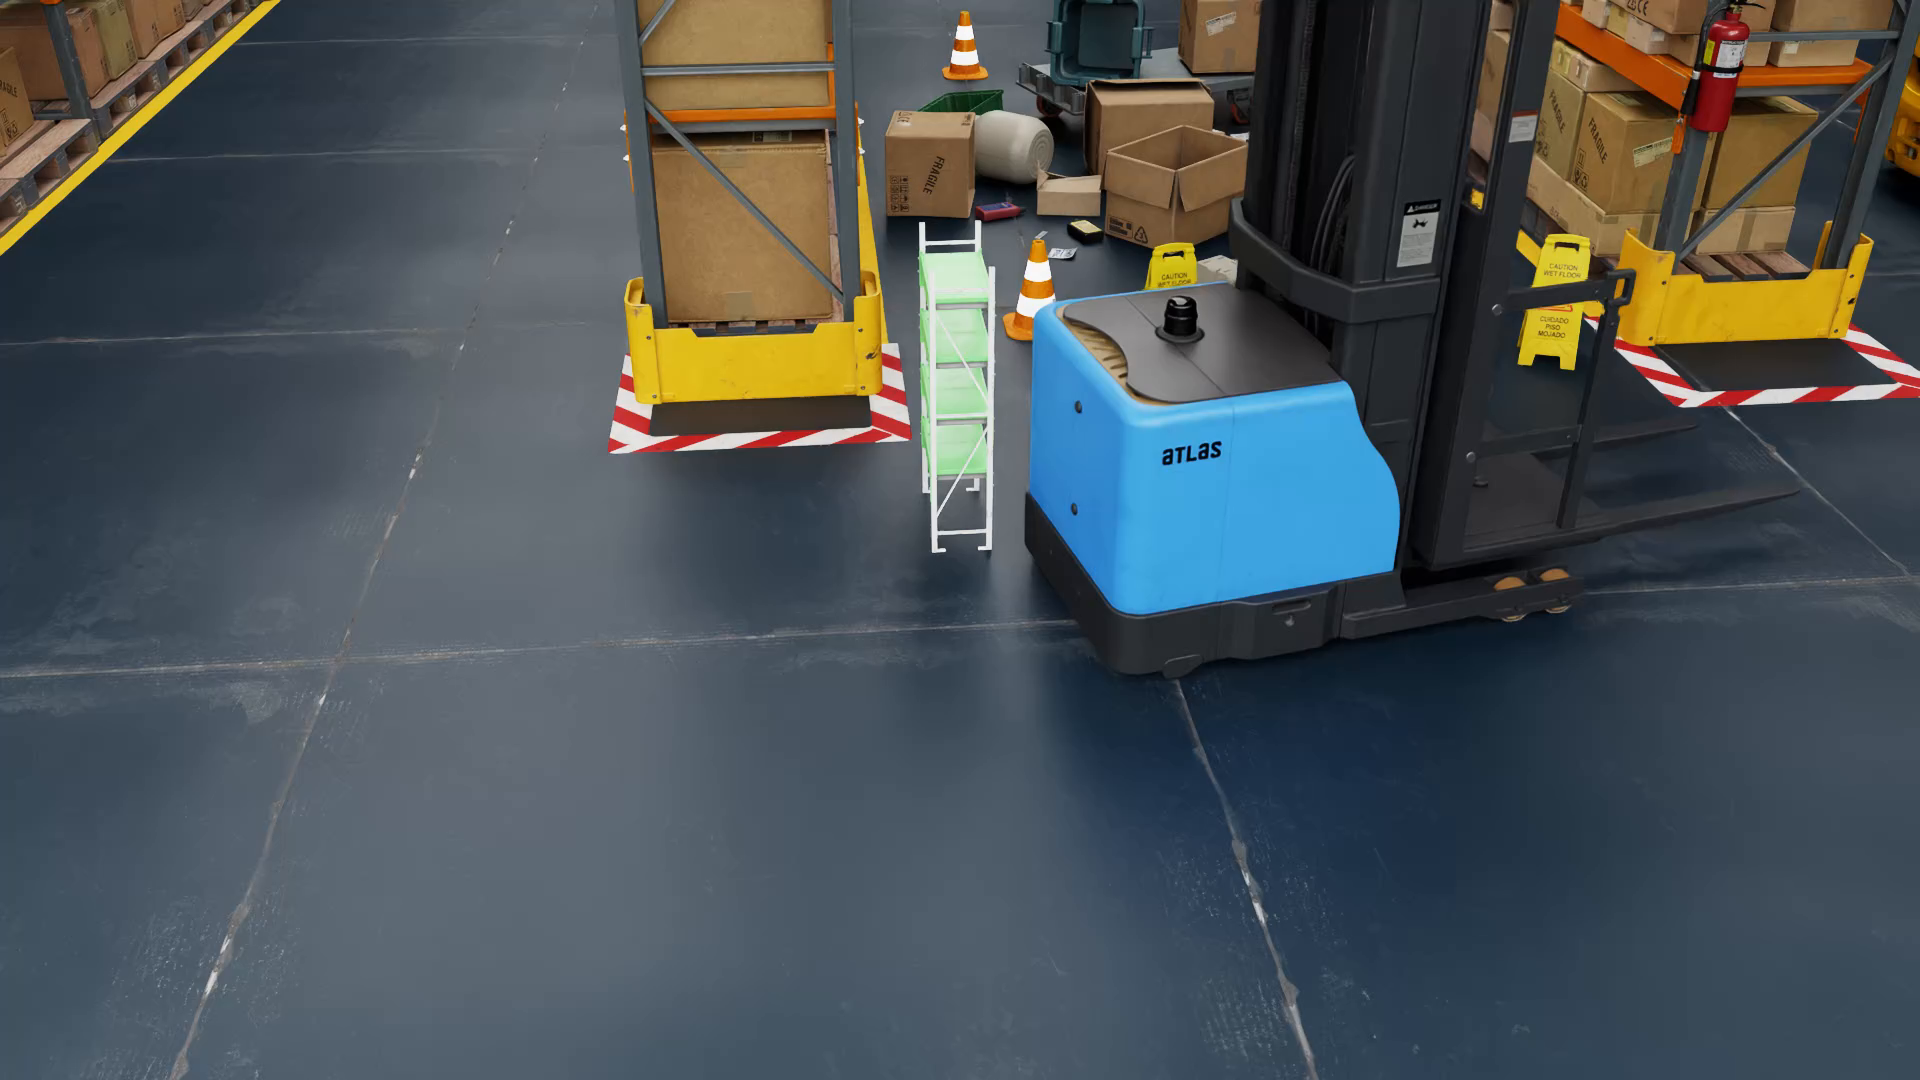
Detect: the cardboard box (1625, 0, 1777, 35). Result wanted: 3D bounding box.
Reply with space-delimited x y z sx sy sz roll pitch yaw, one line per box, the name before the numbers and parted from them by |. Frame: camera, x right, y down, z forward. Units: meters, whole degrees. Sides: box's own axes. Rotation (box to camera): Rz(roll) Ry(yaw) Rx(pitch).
cardboard box | 3.628 -2.774 8.082 0.500 0.500 0.500 -3 31 -5

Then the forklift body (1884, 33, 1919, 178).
forklift body | 6.901 -3.096 9.835 2.313 2.155 1.214 -3 31 -5

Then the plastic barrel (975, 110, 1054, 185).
plastic barrel | 0.294 -2.481 10.492 0.512 0.421 0.421 20 36 29

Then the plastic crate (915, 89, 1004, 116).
plastic crate | -0.019 -2.885 11.340 0.450 0.188 0.662 4 30 26

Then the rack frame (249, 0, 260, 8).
rack frame | -6.661 -5.949 13.785 1.000 3.000 0.127 -3 31 -5

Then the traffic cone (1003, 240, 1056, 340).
traffic cone | 0.399 -1.301 8.477 0.336 0.463 0.334 -3 31 -5

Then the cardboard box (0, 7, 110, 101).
cardboard box | -6.323 -3.337 11.421 0.700 0.500 0.500 -5 31 -8

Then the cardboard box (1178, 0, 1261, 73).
cardboard box | 1.810 -3.533 11.439 0.500 0.500 0.500 -3 31 -5

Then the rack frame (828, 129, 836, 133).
rack frame | -1.339 -4.093 10.678 1.000 3.000 0.127 -3 31 -5

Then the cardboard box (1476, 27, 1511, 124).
cardboard box | 3.474 -2.852 10.140 0.500 0.500 0.500 -1 31 -2

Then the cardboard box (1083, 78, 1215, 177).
cardboard box | 1.173 -2.579 10.444 0.797 0.637 0.503 -3 31 -5

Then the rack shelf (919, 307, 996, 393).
rack shelf | -0.015 -0.751 6.494 0.258 0.148 0.480 -3 31 -5

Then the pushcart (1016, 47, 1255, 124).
pushcart | 1.314 -3.121 11.608 1.648 0.377 0.936 -14 33 -22

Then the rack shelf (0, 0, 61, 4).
rack shelf | -6.100 -2.577 8.841 1.077 0.370 4.000 -3 31 -5

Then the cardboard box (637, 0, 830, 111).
cardboard box | -1.045 -2.303 7.534 0.875 0.550 0.550 -3 31 -5

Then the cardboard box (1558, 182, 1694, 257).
cardboard box | 3.608 -1.752 9.029 0.500 0.250 0.500 -3 31 -5

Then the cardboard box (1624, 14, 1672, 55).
cardboard box | 3.571 -2.537 8.317 0.380 0.149 0.250 -3 31 -5

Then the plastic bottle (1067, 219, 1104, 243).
plastic bottle | 0.716 -1.815 9.729 0.133 0.061 0.283 -14 33 -22

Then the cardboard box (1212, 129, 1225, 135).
cardboard box | 1.519 -2.689 10.994 0.396 0.266 0.258 27 40 37

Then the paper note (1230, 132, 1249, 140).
paper note | 1.931 -2.755 11.333 0.148 0.019 0.142 -3 31 -5

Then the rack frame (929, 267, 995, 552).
rack frame | 0.007 -0.475 6.375 0.240 1.200 0.015 -3 31 -5

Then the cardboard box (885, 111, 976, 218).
cardboard box | -0.173 -2.278 10.073 0.500 0.500 0.500 2 31 4

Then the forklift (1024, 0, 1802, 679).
forklift | 1.830 -1.200 5.901 3.031 2.935 1.130 -9 32 -15

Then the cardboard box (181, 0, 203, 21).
cardboard box | -6.514 -4.441 13.269 0.700 0.500 0.500 -5 31 -9

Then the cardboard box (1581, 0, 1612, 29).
cardboard box | 3.515 -2.799 8.755 0.380 0.149 0.250 -2 31 -4

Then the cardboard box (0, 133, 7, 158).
cardboard box | -6.228 -2.516 10.065 0.500 0.500 0.500 7 32 11

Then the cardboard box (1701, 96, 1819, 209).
cardboard box | 4.151 -2.099 8.879 0.500 0.500 0.500 -4 31 -6

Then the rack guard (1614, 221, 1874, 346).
rack guard | 3.946 -1.305 8.448 1.175 0.500 0.348 -3 31 -5

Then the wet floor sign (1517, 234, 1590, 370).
wet floor sign | 2.906 -1.181 8.097 0.267 0.644 0.232 8 32 13

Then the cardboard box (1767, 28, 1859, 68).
cardboard box | 4.128 -2.415 8.113 0.380 0.149 0.250 -3 31 -4

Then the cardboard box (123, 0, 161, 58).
cardboard box | -6.401 -3.867 12.308 0.700 0.500 0.500 -5 31 -9

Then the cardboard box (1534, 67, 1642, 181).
cardboard box | 3.567 -2.324 9.257 0.500 0.500 0.500 -2 31 -3

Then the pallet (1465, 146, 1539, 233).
pallet | 3.795 -2.219 10.260 1.003 0.211 1.213 -3 31 -5

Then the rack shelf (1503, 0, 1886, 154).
rack shelf | 3.766 -3.052 9.636 1.077 0.370 4.000 -3 31 -5

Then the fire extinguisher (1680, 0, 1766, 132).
fire extinguisher | 3.505 -2.226 7.627 0.296 0.674 0.183 -3 31 -5

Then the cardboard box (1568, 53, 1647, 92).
cardboard box | 3.518 -2.521 8.953 0.380 0.149 0.250 -2 31 -3

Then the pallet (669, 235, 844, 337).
pallet | -1.118 -1.258 8.651 1.003 0.211 1.213 -3 31 -5

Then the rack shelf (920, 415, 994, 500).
rack shelf | -0.015 -0.339 6.740 0.258 0.148 0.480 -3 31 -5

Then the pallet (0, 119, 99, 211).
pallet | -6.189 -2.369 10.510 1.003 0.211 1.213 -3 31 -5

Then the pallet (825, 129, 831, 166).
pallet | -1.346 -2.504 10.736 1.003 0.211 1.213 -3 31 -5

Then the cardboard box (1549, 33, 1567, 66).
cardboard box | 3.474 -2.784 9.394 0.380 0.149 0.250 -1 31 -2

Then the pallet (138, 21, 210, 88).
pallet | -6.478 -3.732 12.792 1.003 0.211 1.213 -3 31 -5

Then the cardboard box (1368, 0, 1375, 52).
cardboard box | 3.528 -3.702 12.175 0.950 0.372 0.625 -2 31 -4

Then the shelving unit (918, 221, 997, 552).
shelving unit | -0.015 -0.600 6.584 0.258 1.200 0.503 -3 31 -5
